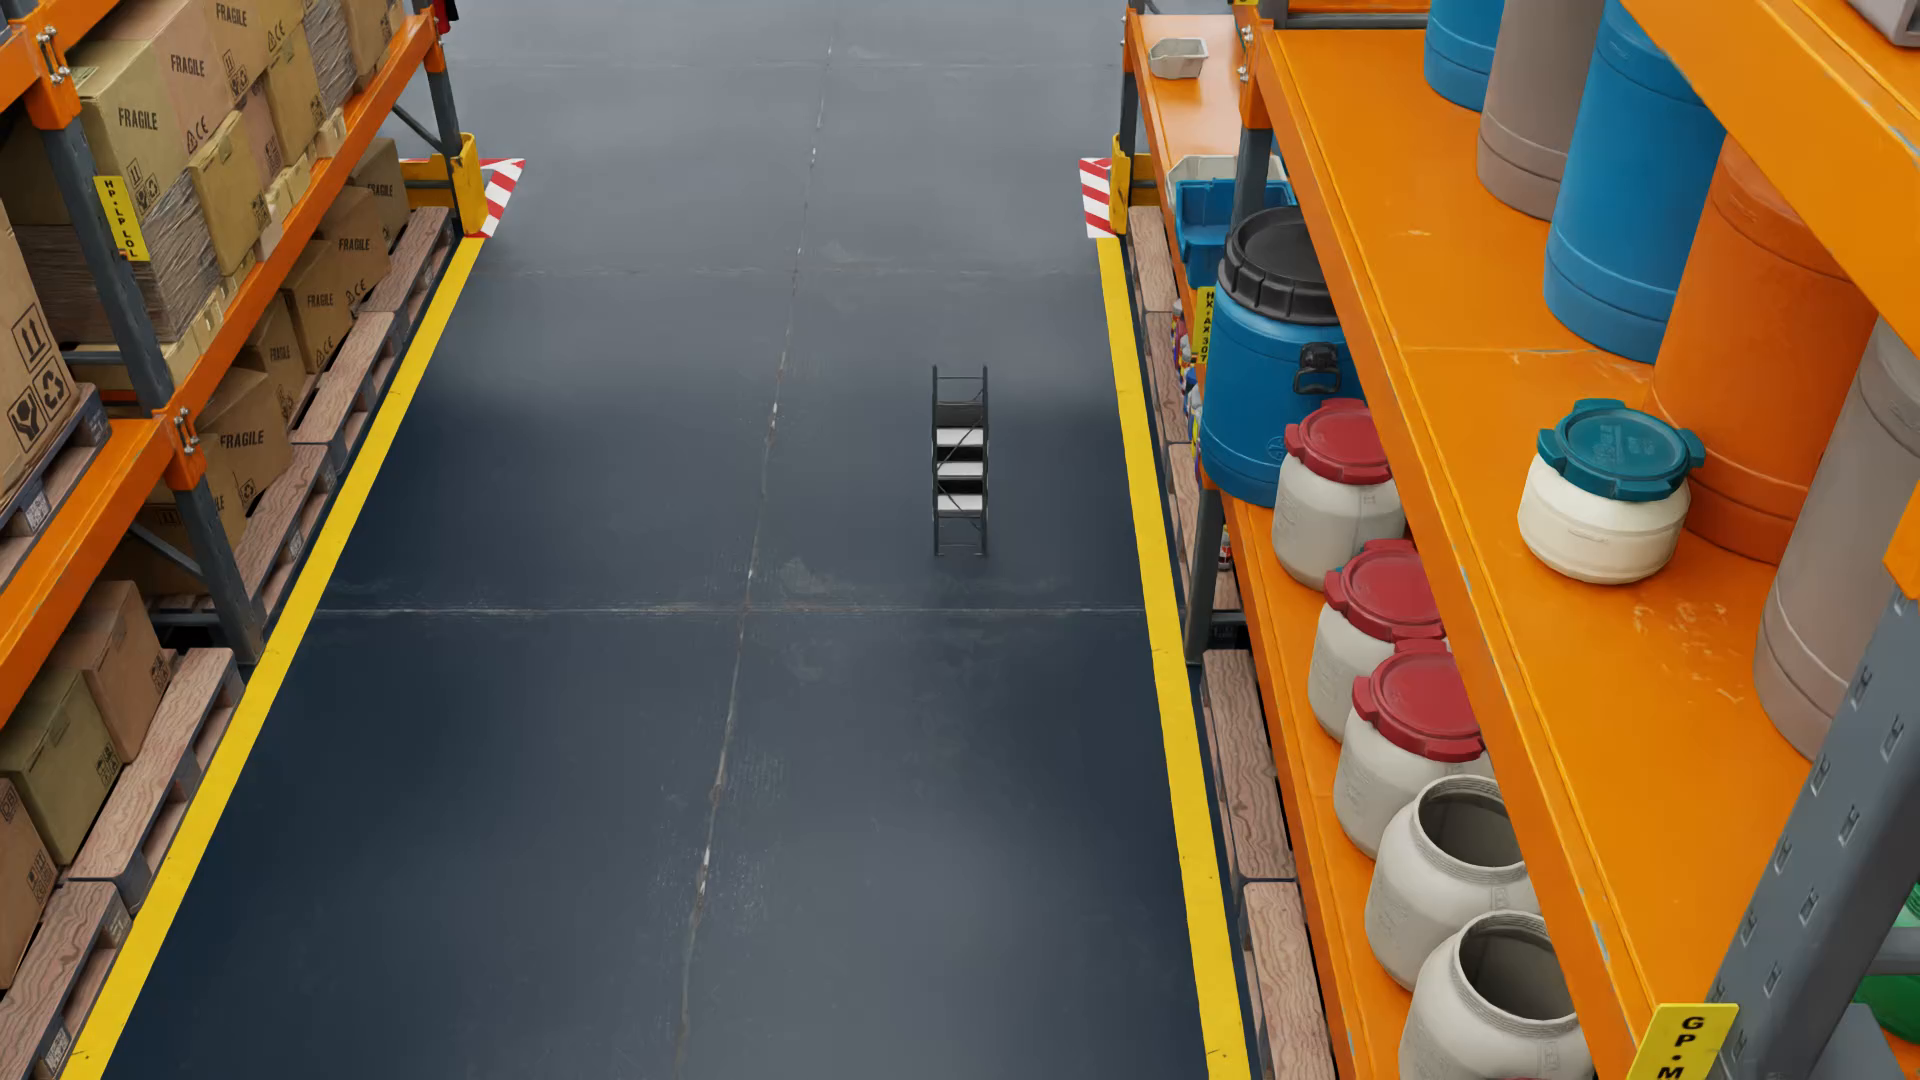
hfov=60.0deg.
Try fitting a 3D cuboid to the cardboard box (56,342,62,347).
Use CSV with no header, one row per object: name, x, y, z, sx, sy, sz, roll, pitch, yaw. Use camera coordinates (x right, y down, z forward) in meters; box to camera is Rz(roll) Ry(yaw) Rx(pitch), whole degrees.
cardboard box,-3.777,-0.863,6.629,0.380,0.149,0.250,0,39,0

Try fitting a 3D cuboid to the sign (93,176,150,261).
sign,-2.937,-1.125,5.829,0.100,0.325,0.005,0,39,0

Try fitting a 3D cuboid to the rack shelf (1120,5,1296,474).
rack shelf,1.458,-1.644,7.978,1.077,0.370,4.000,0,39,0

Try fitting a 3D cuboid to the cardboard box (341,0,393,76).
cardboard box,-3.403,-2.670,8.366,0.875,0.500,0.500,0,39,0

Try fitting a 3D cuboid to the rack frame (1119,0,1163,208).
rack frame,1.456,-3.175,9.314,1.000,3.000,0.127,0,39,0

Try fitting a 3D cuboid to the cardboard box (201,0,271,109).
cardboard box,-3.241,-2.123,6.883,0.500,0.500,0.500,0,39,0

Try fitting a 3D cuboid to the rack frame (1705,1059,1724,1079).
rack frame,1.465,1.827,3.071,1.000,3.000,0.127,0,39,0

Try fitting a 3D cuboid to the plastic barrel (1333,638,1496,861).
plastic barrel,1.244,0.601,4.493,0.433,0.535,0.433,0,39,0

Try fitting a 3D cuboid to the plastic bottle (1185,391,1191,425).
plastic bottle,1.147,-0.654,8.053,0.097,0.201,0.097,0,39,0

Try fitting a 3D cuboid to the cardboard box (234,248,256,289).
cardboard box,-3.217,-1.176,7.020,0.380,0.149,0.250,0,39,0

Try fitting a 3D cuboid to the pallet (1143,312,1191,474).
pallet,1.497,-0.771,8.543,1.003,0.211,1.213,0,39,0

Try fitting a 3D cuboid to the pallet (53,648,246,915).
pallet,-3.490,0.905,6.452,1.003,0.211,1.213,0,39,0

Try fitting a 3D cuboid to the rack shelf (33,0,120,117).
rack shelf,-3.495,-2.811,7.035,1.077,0.370,4.000,0,39,0

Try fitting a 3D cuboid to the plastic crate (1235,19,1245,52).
plastic crate,1.756,-2.805,8.970,0.499,0.251,0.616,0,39,0

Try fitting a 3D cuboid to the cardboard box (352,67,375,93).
cardboard box,-3.254,-2.427,8.580,0.380,0.149,0.250,0,39,0

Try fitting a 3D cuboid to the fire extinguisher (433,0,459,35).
fire extinguisher,-3.036,-3.213,9.423,0.296,0.674,0.183,0,39,0

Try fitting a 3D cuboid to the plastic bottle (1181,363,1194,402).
plastic bottle,1.147,-0.782,8.213,0.097,0.201,0.097,0,39,0

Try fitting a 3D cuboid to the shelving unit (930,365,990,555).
shelving unit,0.000,-0.346,7.462,0.258,0.900,0.210,0,39,0

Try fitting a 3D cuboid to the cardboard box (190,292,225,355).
cardboard box,-3.179,-0.863,6.630,0.380,0.149,0.250,0,39,0

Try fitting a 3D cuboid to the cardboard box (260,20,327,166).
cardboard box,-3.457,-2.045,7.585,0.875,0.500,0.500,0,39,0

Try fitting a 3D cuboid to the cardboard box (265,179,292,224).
cardboard box,-3.218,-1.489,7.410,0.380,0.149,0.250,0,39,0

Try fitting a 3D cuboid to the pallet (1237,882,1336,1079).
pallet,1.505,1.670,5.497,1.003,0.211,1.213,0,39,0

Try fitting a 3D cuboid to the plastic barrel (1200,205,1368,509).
plastic barrel,1.158,-0.628,5.734,0.600,0.901,0.708,0,39,0

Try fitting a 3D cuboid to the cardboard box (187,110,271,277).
cardboard box,-3.396,-1.420,6.805,0.875,0.500,0.500,0,39,0

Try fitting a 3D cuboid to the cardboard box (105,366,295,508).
cardboard box,-3.461,-0.467,7.597,0.500,0.500,0.500,12,40,14

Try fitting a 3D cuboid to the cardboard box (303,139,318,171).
cardboard box,-3.253,-1.801,7.800,0.380,0.149,0.250,0,39,0

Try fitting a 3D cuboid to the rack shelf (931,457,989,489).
rack shelf,0.000,-0.320,7.483,0.258,0.077,0.200,0,39,0

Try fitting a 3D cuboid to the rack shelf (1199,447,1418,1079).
rack shelf,1.463,0.857,4.857,1.077,0.370,4.000,0,39,0

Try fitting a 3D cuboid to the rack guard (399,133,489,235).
rack guard,-3.497,-2.149,10.032,1.175,0.500,0.348,0,39,0

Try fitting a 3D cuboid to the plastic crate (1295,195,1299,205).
plastic crate,1.741,-1.440,7.318,0.450,0.188,0.662,0,39,0

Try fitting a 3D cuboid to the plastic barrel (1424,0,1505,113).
plastic barrel,1.678,-1.722,4.701,0.600,0.901,0.708,0,39,0

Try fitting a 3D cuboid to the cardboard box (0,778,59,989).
cardboard box,-3.530,1.166,5.544,0.700,0.500,0.500,-3,39,-4

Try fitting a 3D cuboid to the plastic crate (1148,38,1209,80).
plastic crate,1.135,-2.513,8.698,0.298,0.136,0.250,0,39,0

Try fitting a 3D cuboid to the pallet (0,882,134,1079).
pallet,-3.486,1.670,5.498,1.003,0.211,1.213,0,39,0

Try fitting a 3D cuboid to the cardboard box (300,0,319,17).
cardboard box,-3.245,-2.748,7.663,0.500,0.500,0.500,0,39,0

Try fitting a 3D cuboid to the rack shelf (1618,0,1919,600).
rack shelf,1.463,-1.327,3.106,1.077,0.370,4.000,0,39,0

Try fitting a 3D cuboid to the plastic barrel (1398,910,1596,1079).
plastic barrel,1.251,1.141,3.839,0.421,0.512,0.421,0,39,0

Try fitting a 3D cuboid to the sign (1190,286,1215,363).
sign,0.911,-0.788,6.114,0.100,0.325,0.005,0,39,0

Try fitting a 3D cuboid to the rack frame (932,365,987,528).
rack frame,0.000,-0.410,7.542,0.240,0.900,0.006,0,39,0

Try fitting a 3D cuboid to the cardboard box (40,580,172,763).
cardboard box,-3.513,0.517,6.353,0.700,0.500,0.500,-3,39,-4

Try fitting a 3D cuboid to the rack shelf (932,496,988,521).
rack shelf,0.000,-0.180,7.596,0.258,0.077,0.200,0,39,0

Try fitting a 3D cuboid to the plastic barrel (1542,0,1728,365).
plastic barrel,1.680,-0.904,3.680,0.600,0.901,0.708,0,39,0

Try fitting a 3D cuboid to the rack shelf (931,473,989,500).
rack shelf,0.000,-0.250,7.539,0.258,0.077,0.200,0,39,0

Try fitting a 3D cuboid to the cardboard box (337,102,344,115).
cardboard box,-3.272,-2.114,8.190,0.380,0.149,0.250,0,39,0

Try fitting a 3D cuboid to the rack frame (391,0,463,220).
rack frame,-3.497,-3.172,9.309,1.000,3.000,0.127,0,39,0

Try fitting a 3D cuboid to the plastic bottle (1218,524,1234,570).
plastic bottle,1.149,0.020,7.213,0.097,0.201,0.097,0,39,0

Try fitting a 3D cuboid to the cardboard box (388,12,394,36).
cardboard box,-3.290,-2.739,8.970,0.380,0.149,0.250,0,39,0

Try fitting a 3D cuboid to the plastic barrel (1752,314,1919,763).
plastic barrel,1.681,-0.052,2.617,0.600,0.901,0.600,0,39,0

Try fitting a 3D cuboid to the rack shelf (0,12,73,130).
rack shelf,-3.490,-0.309,3.914,1.077,0.370,4.000,0,39,0

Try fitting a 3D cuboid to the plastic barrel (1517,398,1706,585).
plastic barrel,1.230,-0.084,3.168,0.301,0.262,0.301,0,39,0

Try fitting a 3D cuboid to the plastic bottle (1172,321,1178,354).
plastic bottle,1.147,-1.056,8.555,0.097,0.201,0.097,0,39,0

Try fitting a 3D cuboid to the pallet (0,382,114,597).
pallet,-3.637,-0.117,5.651,1.003,0.211,1.213,0,39,0

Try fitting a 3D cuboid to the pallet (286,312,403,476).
pallet,-3.533,-0.767,8.538,1.003,0.211,1.213,0,39,0

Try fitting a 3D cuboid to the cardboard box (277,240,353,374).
cardboard box,-3.496,-1.204,8.517,0.500,0.500,0.500,3,39,4

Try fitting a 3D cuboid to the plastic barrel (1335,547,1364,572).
plastic barrel,1.309,0.208,5.203,0.301,0.262,0.301,0,39,0

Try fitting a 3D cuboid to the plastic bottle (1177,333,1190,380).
plastic bottle,1.147,-0.934,8.347,0.097,0.271,0.097,0,39,0

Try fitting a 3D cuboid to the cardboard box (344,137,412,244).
cardboard box,-3.513,-1.970,9.472,0.500,0.500,0.500,7,39,8

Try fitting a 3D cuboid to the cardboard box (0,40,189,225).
cardboard box,-3.239,-1.497,6.102,0.500,0.500,0.500,0,39,0

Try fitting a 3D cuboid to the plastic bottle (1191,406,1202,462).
plastic bottle,1.171,-0.536,7.787,0.144,0.351,0.185,0,39,0

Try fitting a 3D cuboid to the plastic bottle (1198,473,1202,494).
plastic bottle,1.171,-0.334,7.535,0.144,0.351,0.185,-2,39,-2
